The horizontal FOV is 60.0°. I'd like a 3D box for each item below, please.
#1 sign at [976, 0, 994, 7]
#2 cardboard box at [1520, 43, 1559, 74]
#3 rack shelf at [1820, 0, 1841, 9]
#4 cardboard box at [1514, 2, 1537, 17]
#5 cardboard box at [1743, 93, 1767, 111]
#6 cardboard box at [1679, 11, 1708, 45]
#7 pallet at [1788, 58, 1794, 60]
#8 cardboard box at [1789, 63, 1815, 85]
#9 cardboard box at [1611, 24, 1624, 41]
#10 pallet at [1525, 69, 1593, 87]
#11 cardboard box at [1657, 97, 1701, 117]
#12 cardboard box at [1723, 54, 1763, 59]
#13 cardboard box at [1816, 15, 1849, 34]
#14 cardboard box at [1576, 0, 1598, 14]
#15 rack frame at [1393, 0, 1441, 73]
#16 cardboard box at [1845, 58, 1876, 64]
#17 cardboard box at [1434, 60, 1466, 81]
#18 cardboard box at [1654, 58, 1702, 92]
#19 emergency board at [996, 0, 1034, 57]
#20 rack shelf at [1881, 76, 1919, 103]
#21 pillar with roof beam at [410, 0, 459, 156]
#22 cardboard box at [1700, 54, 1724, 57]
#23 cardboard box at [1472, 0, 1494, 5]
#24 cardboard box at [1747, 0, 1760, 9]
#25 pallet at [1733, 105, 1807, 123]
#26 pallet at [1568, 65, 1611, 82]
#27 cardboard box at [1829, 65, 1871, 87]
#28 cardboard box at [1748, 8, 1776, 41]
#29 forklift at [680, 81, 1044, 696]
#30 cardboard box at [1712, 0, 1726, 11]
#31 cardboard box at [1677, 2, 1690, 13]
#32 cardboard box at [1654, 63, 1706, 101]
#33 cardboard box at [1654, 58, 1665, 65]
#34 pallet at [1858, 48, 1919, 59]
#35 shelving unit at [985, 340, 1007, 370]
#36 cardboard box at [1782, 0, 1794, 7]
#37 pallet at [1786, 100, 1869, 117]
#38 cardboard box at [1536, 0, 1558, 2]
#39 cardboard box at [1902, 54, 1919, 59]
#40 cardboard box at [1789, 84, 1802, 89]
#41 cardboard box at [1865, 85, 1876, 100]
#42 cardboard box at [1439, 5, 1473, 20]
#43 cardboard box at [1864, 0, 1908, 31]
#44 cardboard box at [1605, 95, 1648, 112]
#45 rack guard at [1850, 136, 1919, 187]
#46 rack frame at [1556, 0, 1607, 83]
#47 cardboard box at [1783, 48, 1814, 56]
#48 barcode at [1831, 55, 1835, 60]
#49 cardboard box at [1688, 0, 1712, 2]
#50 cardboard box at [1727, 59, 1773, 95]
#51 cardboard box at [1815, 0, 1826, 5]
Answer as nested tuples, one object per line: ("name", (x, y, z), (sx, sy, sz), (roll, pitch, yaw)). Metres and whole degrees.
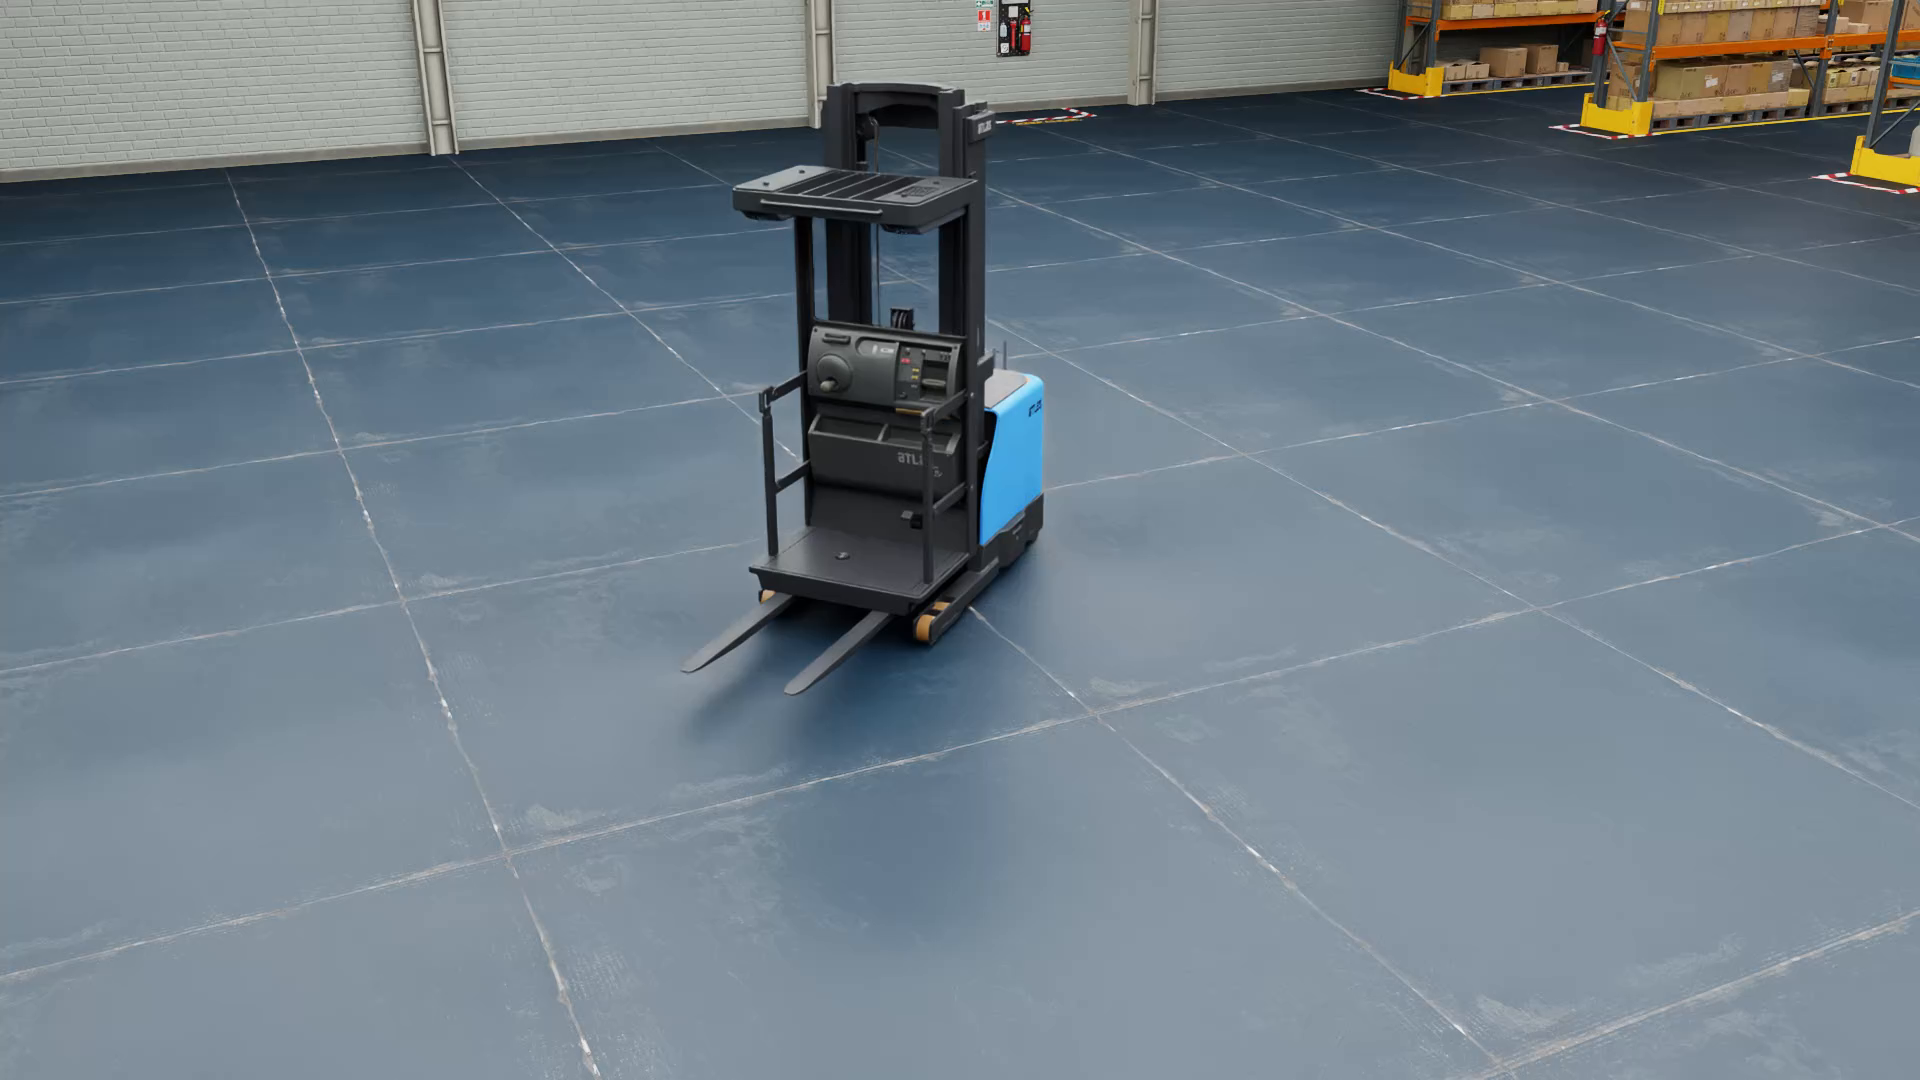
("sign", (0.411, -8.894, 27.574), (0.331, 0.109, 0.001), (-10, 25, -24))
("cardboard box", (11.026, -9.194, 31.733), (0.500, 0.500, 0.500), (-12, 26, -28))
("rack shelf", (17.350, -10.995, 34.330), (4.000, 0.370, 1.077), (-10, 25, -24))
("cardboard box", (10.297, -9.837, 30.761), (0.500, 0.250, 0.500), (-10, 25, -23))
("cardboard box", (12.874, -7.229, 27.339), (0.500, 0.250, 0.500), (-10, 25, -24))
("cardboard box", (11.389, -8.170, 26.435), (0.500, 0.500, 0.700), (-10, 24, -22))
("pallet", (16.291, -9.812, 34.178), (1.213, 0.211, 1.003), (-10, 25, -24))
("cardboard box", (14.336, -7.974, 28.405), (0.500, 0.311, 0.500), (-10, 25, -24))
("cardboard box", (12.995, -9.929, 32.527), (0.500, 0.250, 0.500), (-11, 25, -25))
("pallet", (11.354, -8.920, 32.023), (1.213, 0.211, 1.003), (-10, 25, -24))
("cardboard box", (11.520, -6.982, 26.741), (0.500, 0.250, 0.500), (-10, 25, -24))
("cardboard box", (13.095, -7.841, 27.836), (0.500, 0.500, 0.500), (-10, 25, -24))
("cardboard box", (14.520, -8.653, 27.928), (0.500, 0.250, 0.500), (-9, 24, -20))
("cardboard box", (11.649, -10.089, 31.371), (0.500, 0.250, 0.500), (-10, 25, -23))
("rack frame", (8.340, -9.669, 30.185), (0.127, 3.000, 1.000), (-10, 25, -24))
("cardboard box", (15.707, -8.227, 29.015), (0.500, 0.311, 0.500), (-11, 25, -24))
("cardboard box", (9.002, -8.713, 30.818), (0.500, 0.311, 0.500), (-14, 26, -30))
("cardboard box", (11.740, -7.595, 27.241), (0.500, 0.500, 0.500), (-10, 25, -24))
("emergency board", (0.946, -8.691, 27.823), (0.643, 1.169, 0.194), (-10, 25, -24))
("rack shelf", (14.439, -6.254, 22.876), (4.000, 0.370, 1.077), (-10, 25, -24))
("pillar with roof beam", (-5.757, -8.385, 19.242), (0.400, 9.000, 9.100), (-10, 25, -24))
("cardboard box", (14.922, -9.906, 33.453), (0.500, 0.500, 0.700), (-10, 25, -23))
("cardboard box", (9.350, -10.009, 30.198), (0.500, 0.500, 0.500), (-10, 25, -23))
("cardboard box", (12.561, -8.597, 26.619), (0.250, 0.149, 0.380), (-10, 24, -22))
("pallet", (13.361, -7.220, 27.915), (1.213, 0.211, 1.003), (-10, 25, -24))
("pallet", (12.645, -9.173, 32.635), (1.213, 0.211, 1.003), (-10, 25, -24))
("cardboard box", (15.029, -7.872, 28.158), (0.500, 0.311, 0.500), (-11, 25, -24))
("cardboard box", (12.772, -8.424, 27.049), (0.500, 0.500, 0.700), (-10, 25, -23))
("forklift", (-0.520, -0.956, 9.227), (1.130, 2.935, 3.031), (10, 24, 22))
("cardboard box", (11.868, -8.471, 26.313), (0.250, 0.149, 0.380), (-11, 25, -25))
("cardboard box", (11.175, -8.344, 26.006), (0.250, 0.149, 0.380), (-11, 25, -25))
("cardboard box", (11.521, -7.328, 26.597), (0.500, 0.500, 0.500), (-10, 25, -24))
("cardboard box", (13.521, -9.682, 32.911), (0.500, 0.500, 0.700), (-10, 25, -23))
("pallet", (19.872, -10.470, 35.767), (1.213, 0.211, 1.003), (-10, 25, -24))
("shelving unit", (0.155, -0.716, 10.911), (0.258, 1.200, 0.189), (10, 24, 22))
("cardboard box", (13.249, -8.724, 26.925), (0.250, 0.149, 0.380), (-10, 25, -24))
("pallet", (14.743, -7.473, 28.527), (1.213, 0.211, 1.003), (-10, 25, -24))
("cardboard box", (10.746, -10.269, 30.825), (0.500, 0.500, 0.500), (-11, 25, -25))
("cardboard box", (17.101, -8.486, 29.642), (0.500, 0.311, 0.500), (-10, 24, -22))
("cardboard box", (14.344, -7.718, 28.519), (0.500, 0.250, 0.500), (-11, 25, -24))
("cardboard box", (15.493, -7.702, 28.480), (0.500, 0.250, 0.500), (-11, 25, -25))
("cardboard box", (8.917, -9.580, 30.142), (0.500, 0.250, 0.500), (-11, 25, -25))
("cardboard box", (15.721, -8.964, 28.353), (0.500, 0.500, 0.500), (-10, 25, -24))
("cardboard box", (10.847, -7.076, 26.969), (0.500, 0.250, 0.500), (-10, 25, -24))
("rack guard", (12.684, -5.128, 22.485), (0.348, 0.500, 1.175), (-10, 25, -24))
("rack frame", (11.944, -10.332, 31.788), (0.127, 3.000, 1.000), (-10, 25, -24))
("cardboard box", (17.060, -10.416, 34.253), (0.750, 0.750, 0.750), (-11, 25, -24))
("barcode", (14.506, -8.016, 27.632), (0.075, 0.075, 0.001), (-10, 25, -24))
("cardboard box", (11.437, -8.779, 26.208), (0.500, 0.500, 0.700), (-11, 25, -25))
("cardboard box", (12.868, -7.580, 27.206), (0.500, 0.500, 0.500), (-10, 25, -24))
("cardboard box", (13.944, -8.852, 27.235), (0.250, 0.149, 0.380), (-10, 25, -24))
